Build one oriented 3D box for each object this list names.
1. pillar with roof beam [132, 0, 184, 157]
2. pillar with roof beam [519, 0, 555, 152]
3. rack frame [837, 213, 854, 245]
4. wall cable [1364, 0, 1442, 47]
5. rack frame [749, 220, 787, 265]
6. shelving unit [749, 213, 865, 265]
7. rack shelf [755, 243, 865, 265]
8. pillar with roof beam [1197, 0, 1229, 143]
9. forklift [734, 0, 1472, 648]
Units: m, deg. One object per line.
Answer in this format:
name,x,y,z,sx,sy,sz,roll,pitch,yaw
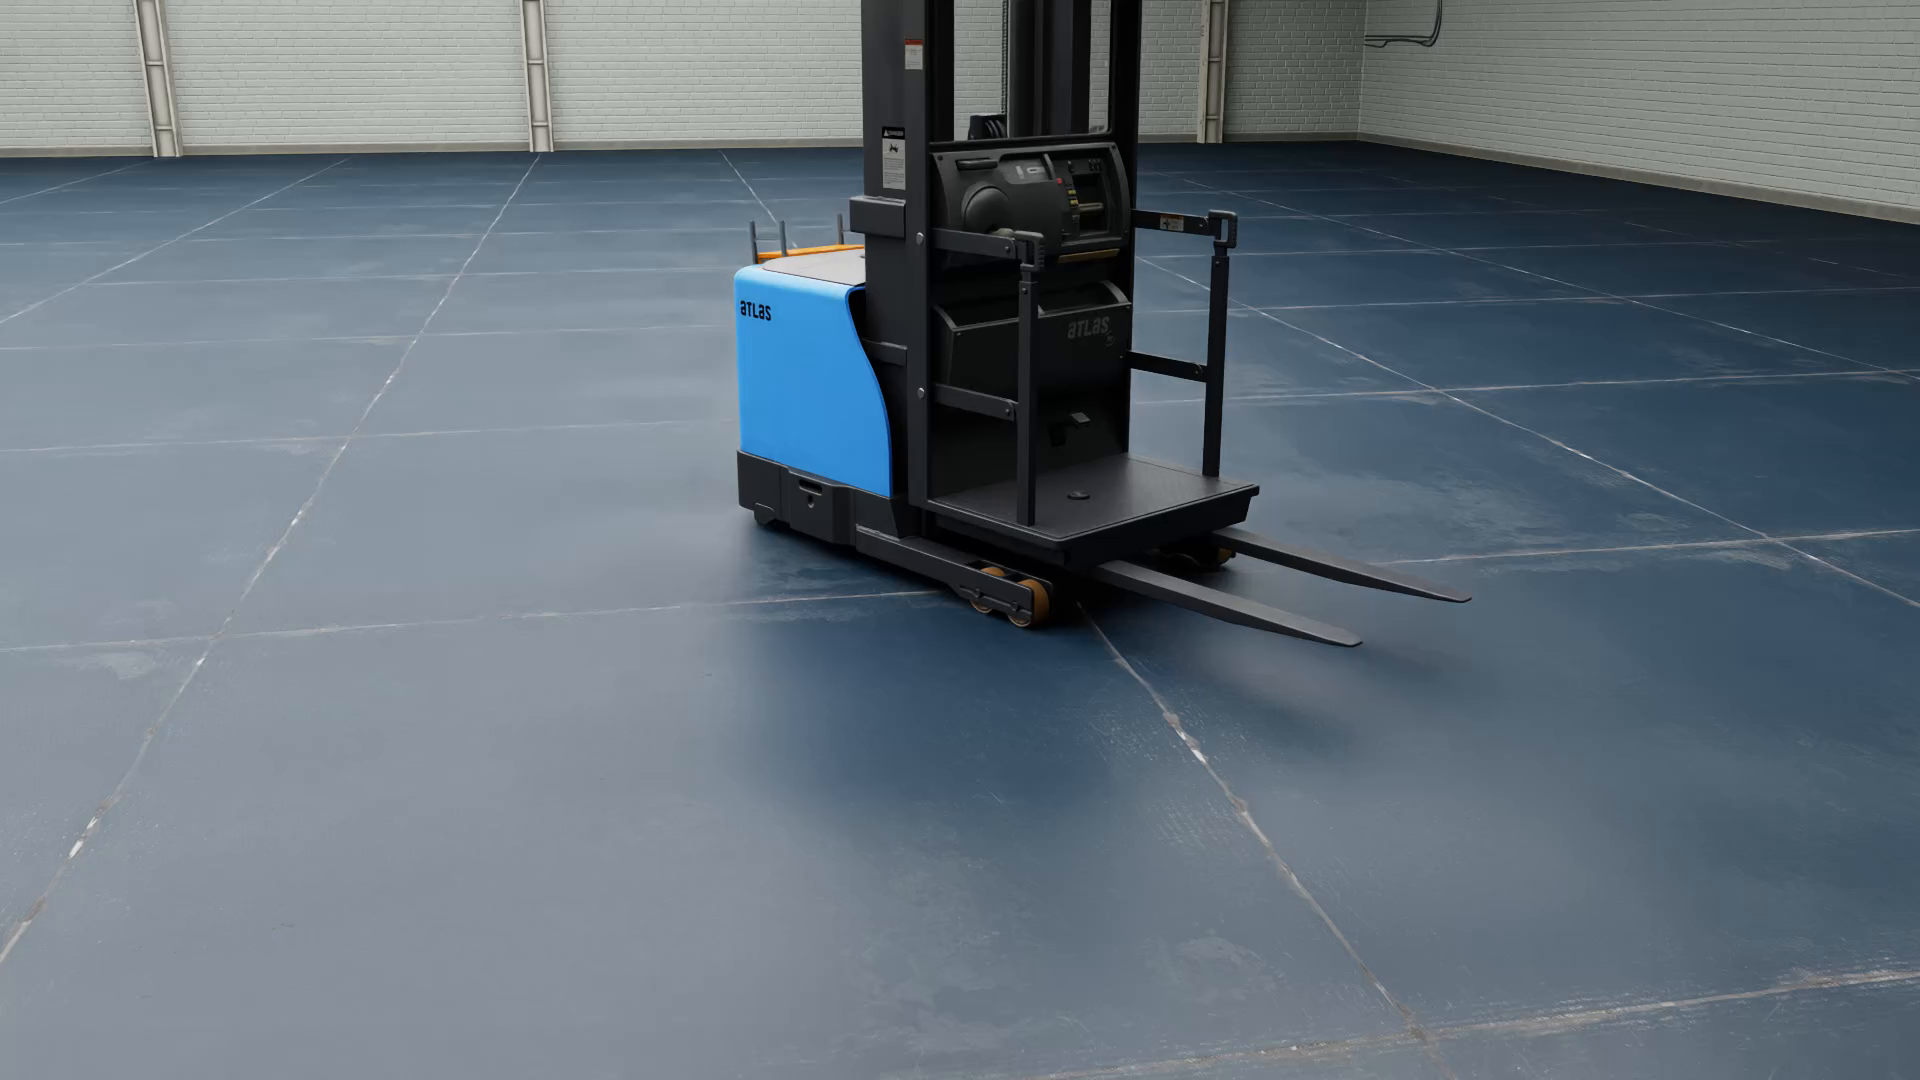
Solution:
pillar with roof beam,-12.248,-9.406,22.108,0.400,9.000,9.100,-3,17,-10
pillar with roof beam,-6.357,-9.740,23.196,0.400,9.000,9.100,-3,17,-10
rack frame,-0.443,-0.896,7.651,0.015,1.200,0.240,-15,18,-40
wall cable,7.752,-9.948,29.162,0.112,2.526,3.097,-3,17,-10
rack frame,-0.803,-0.800,7.336,0.015,1.200,0.240,-15,18,-40
shelving unit,-0.623,-0.848,7.494,0.503,1.200,0.258,-15,18,-40
rack shelf,-0.646,-1.229,7.403,0.480,0.148,0.258,-15,18,-40
pillar with roof beam,5.425,-10.408,25.373,0.400,9.000,9.100,-3,17,-10
forklift,0.418,-1.265,5.937,1.130,2.935,3.031,-15,22,-40
